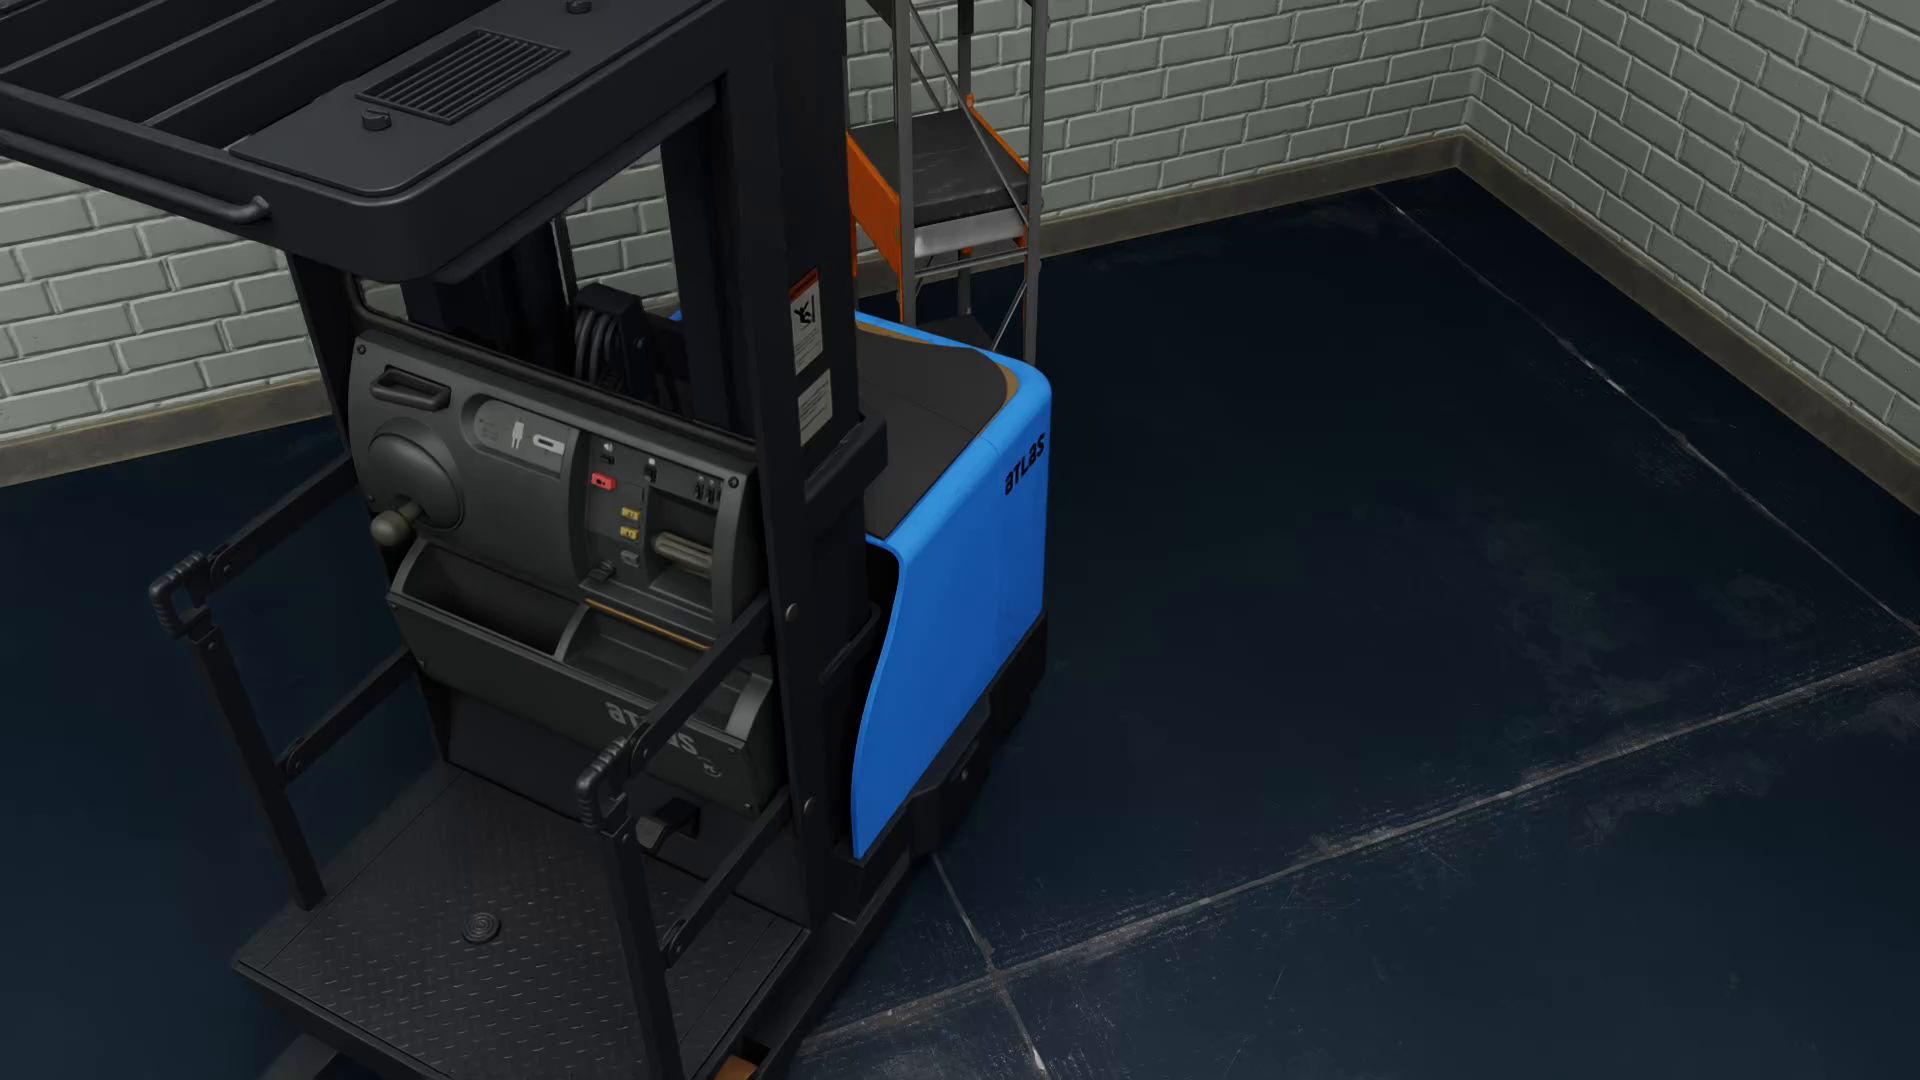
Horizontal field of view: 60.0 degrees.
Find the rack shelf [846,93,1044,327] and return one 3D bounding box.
[{"bbox_3d":[-0.063,-0.885,4.690,0.431,0.518,0.480,-15,43,-17],"label":"rack shelf"}]

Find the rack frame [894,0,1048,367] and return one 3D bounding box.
[{"bbox_3d":[0.030,-0.749,4.510,0.400,2.100,0.015,-15,43,-17],"label":"rack frame"}]

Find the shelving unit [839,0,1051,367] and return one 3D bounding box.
[{"bbox_3d":[-0.063,-0.896,4.681,0.431,2.100,0.503,-15,43,-17],"label":"shelving unit"}]

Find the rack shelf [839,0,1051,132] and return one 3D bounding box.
[{"bbox_3d":[-0.063,-1.416,4.234,0.431,0.518,0.480,-15,43,-17],"label":"rack shelf"}]

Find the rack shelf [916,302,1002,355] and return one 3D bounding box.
[{"bbox_3d":[-0.063,-0.355,5.147,0.431,0.518,0.480,-15,43,-17],"label":"rack shelf"}]

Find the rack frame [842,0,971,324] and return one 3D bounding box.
[{"bbox_3d":[-0.157,-1.043,4.852,0.400,2.100,0.015,-15,43,-17],"label":"rack frame"}]

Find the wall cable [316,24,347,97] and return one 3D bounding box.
[{"bbox_3d":[-2.111,-1.958,4.447,0.588,1.984,0.122,-15,43,-17],"label":"wall cable"}]

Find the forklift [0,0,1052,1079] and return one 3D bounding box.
[{"bbox_3d":[-0.901,-0.023,3.028,1.130,2.935,3.031,19,44,21],"label":"forklift"}]
